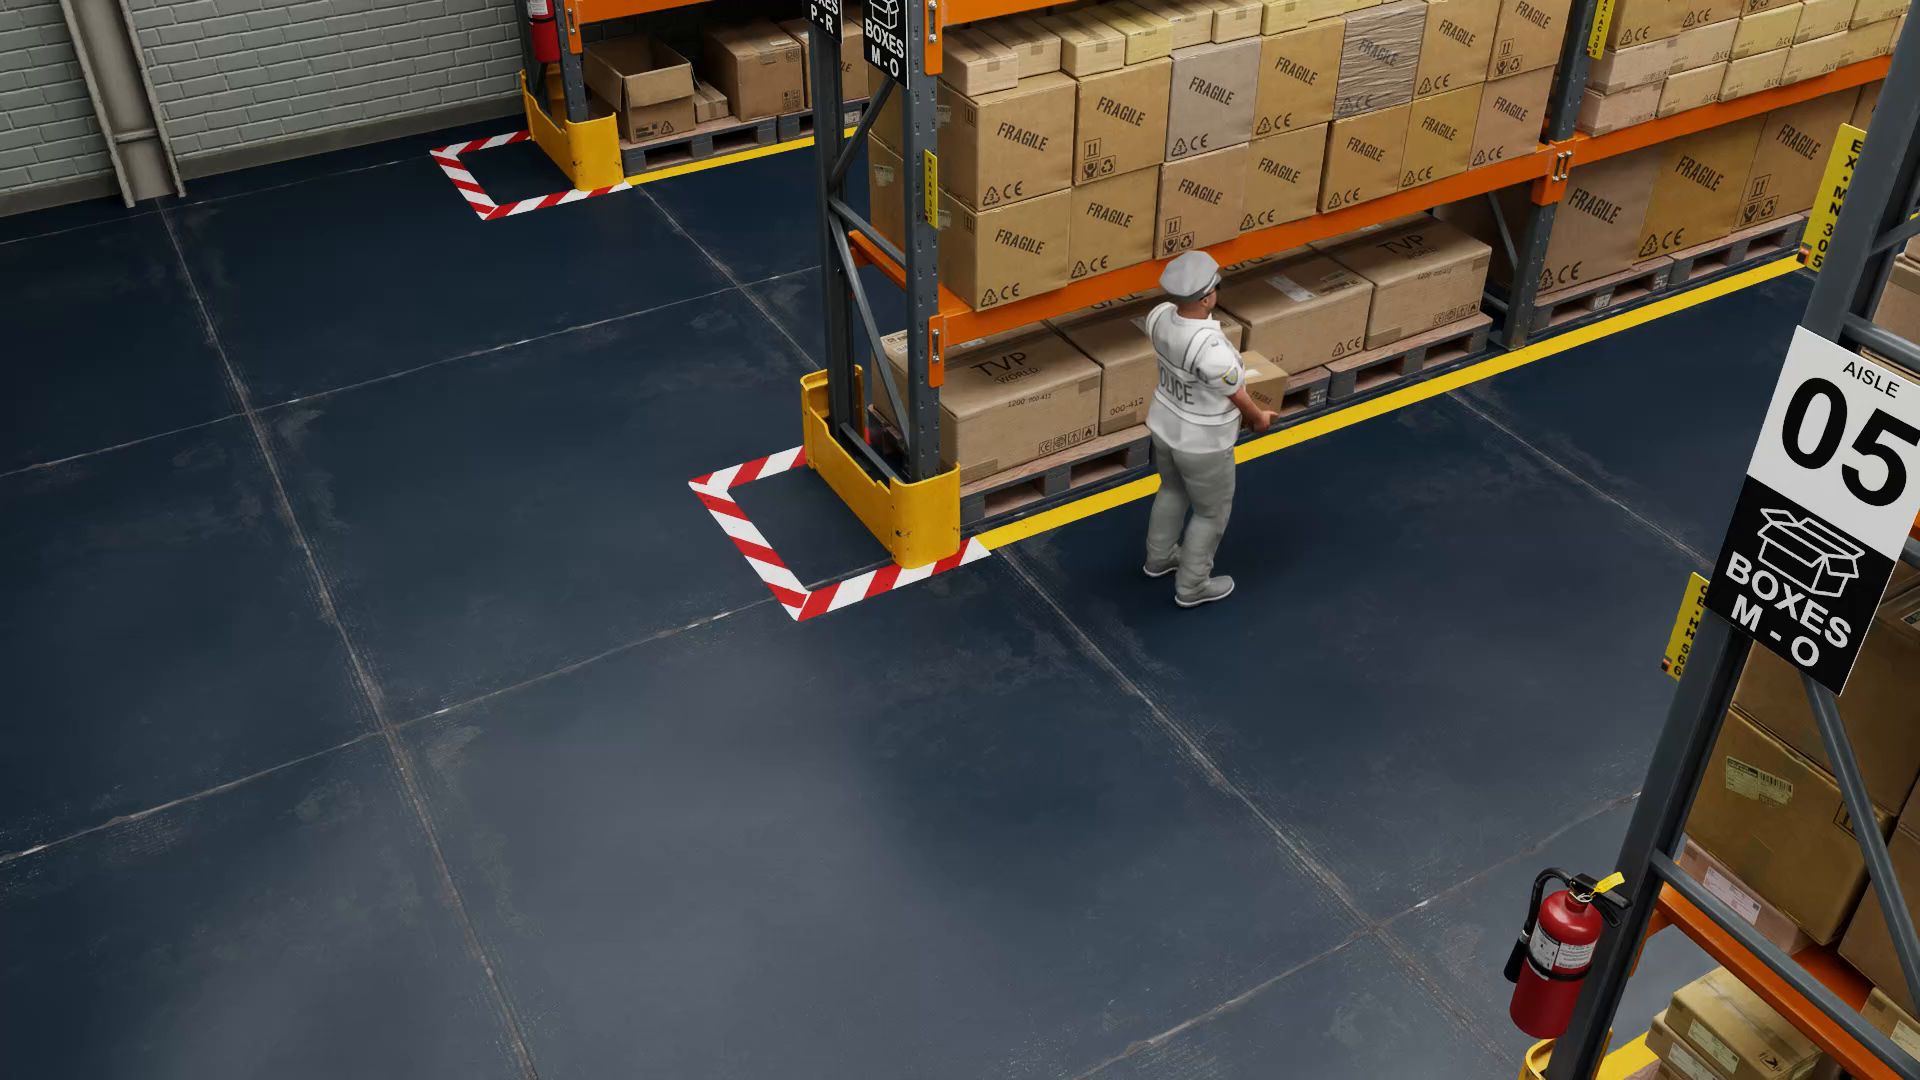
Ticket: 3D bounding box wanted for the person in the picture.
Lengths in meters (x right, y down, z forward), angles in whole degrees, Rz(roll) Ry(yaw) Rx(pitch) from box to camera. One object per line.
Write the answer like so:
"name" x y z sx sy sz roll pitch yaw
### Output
"person" 1.131 -0.531 7.621 0.572 1.768 0.494 -19 41 -24
